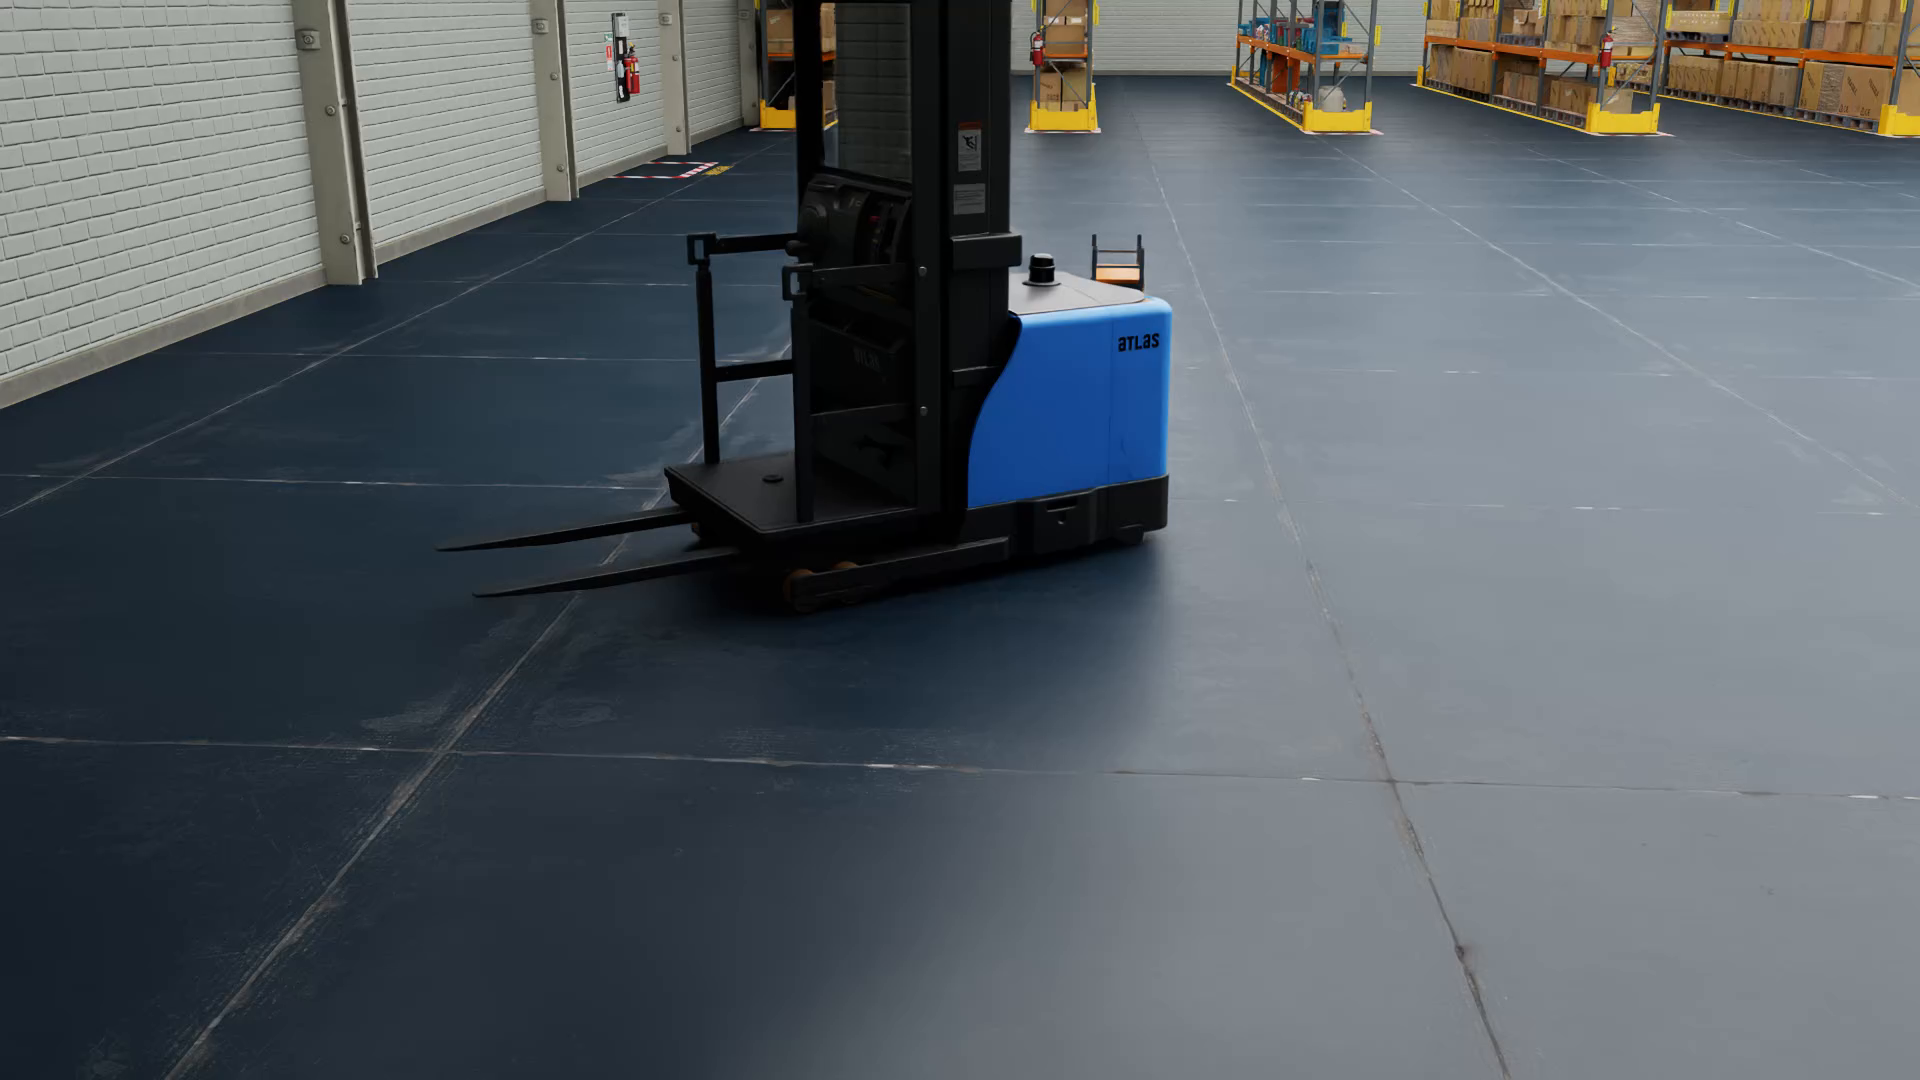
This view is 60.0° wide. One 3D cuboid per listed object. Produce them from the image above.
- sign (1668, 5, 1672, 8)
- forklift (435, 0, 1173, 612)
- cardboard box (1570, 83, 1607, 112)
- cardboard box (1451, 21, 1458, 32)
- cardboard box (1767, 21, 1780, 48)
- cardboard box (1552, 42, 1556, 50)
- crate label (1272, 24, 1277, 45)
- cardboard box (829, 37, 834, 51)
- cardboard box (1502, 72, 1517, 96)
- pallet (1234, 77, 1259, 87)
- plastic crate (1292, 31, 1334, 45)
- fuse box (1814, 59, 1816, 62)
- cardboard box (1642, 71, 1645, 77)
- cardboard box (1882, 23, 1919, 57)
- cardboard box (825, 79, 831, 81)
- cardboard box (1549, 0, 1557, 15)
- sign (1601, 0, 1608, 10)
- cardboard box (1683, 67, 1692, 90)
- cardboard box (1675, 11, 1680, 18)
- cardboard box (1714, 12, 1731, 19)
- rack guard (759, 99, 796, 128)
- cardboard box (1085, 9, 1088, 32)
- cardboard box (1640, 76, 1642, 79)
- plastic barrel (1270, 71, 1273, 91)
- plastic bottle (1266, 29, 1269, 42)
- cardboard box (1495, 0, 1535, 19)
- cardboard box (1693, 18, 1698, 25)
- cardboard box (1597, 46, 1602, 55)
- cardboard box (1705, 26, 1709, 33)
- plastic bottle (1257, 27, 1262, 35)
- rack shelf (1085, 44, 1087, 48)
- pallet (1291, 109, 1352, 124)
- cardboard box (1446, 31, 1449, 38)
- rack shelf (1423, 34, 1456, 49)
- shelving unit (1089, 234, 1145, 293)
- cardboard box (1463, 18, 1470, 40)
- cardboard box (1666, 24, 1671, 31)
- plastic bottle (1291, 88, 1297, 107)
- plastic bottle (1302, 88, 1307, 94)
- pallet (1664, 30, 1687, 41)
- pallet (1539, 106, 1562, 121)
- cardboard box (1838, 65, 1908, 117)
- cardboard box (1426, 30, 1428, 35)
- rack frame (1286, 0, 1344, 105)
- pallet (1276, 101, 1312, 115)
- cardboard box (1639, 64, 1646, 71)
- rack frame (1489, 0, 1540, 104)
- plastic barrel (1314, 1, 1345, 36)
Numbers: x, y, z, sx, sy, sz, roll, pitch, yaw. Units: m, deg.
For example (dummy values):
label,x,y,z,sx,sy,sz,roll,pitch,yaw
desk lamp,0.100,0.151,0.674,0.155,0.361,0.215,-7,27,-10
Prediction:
label,x,y,z,sx,sy,sz,roll,pitch,yaw
sign,16.999,-12.662,39.858,0.100,0.325,0.005,1,18,4
forklift,-0.614,-1.297,6.673,3.031,2.935,1.130,-10,21,-28
cardboard box,11.959,-8.414,31.625,0.500,0.500,0.500,0,18,-1
cardboard box,12.370,-12.596,40.810,0.500,0.250,0.500,1,18,3
cardboard box,16.810,-10.286,33.836,0.500,0.500,0.500,1,18,4
cardboard box,11.690,-9.563,32.195,0.380,0.149,0.250,1,18,4
crate label,7.033,-10.966,36.014,0.502,0.435,0.616,1,18,4
cardboard box,-2.664,-9.390,31.472,0.500,0.250,0.500,1,18,3
cardboard box,12.286,-9.953,36.290,0.700,0.500,0.500,0,18,1
pallet,7.849,-12.156,44.181,1.003,0.211,1.213,1,18,4
plastic crate,6.922,-9.820,32.674,0.767,0.338,0.504,1,18,4
fuse box,25.238,-14.452,48.779,0.539,1.711,0.414,1,18,4
cardboard box,17.409,-11.738,41.855,0.380,0.149,0.250,0,18,1
cardboard box,16.662,-8.702,28.921,0.875,0.550,0.550,1,18,4
cardboard box,-2.829,-8.928,33.161,0.500,0.500,0.500,0,18,0
cardboard box,11.741,-10.428,32.188,0.500,0.500,0.500,1,18,4
sign,11.188,-9.375,28.850,0.100,0.325,0.005,1,18,4
cardboard box,17.163,-10.702,38.606,0.500,0.500,0.500,2,18,5
cardboard box,17.019,-12.325,38.995,0.380,0.149,0.250,1,18,4
cardboard box,16.832,-11.524,36.549,0.380,0.149,0.250,1,18,2
rack guard,-3.076,-7.824,30.497,1.175,0.500,0.348,1,18,4
cardboard box,2.622,-12.088,38.662,0.700,0.500,0.500,5,19,14
cardboard box,17.389,-11.616,41.960,0.380,0.149,0.250,2,18,5
plastic barrel,7.343,-10.598,38.271,0.421,0.512,0.421,0,18,0
plastic bottle,7.034,-11.493,37.887,0.097,0.271,0.097,0,18,0
cardboard box,12.382,-11.892,37.126,0.797,0.503,0.637,2,18,6
cardboard box,16.925,-11.784,37.821,0.380,0.149,0.250,2,18,5
cardboard box,11.573,-8.708,29.583,0.380,0.149,0.250,1,18,4
cardboard box,16.868,-11.399,37.124,0.380,0.149,0.250,2,18,5
plastic bottle,7.221,-12.186,39.994,0.152,0.276,0.135,1,18,4
rack shelf,2.290,-10.400,35.500,1.077,0.370,4.000,1,18,4
pallet,6.912,-8.096,31.793,1.003,0.211,1.213,1,18,4
cardboard box,12.351,-12.605,41.479,0.380,0.149,0.250,2,18,5
rack shelf,12.744,-12.662,42.405,1.077,0.370,4.000,1,18,4
shelving unit,0.749,-0.848,8.083,0.258,1.200,0.503,1,18,4
cardboard box,12.283,-12.137,39.486,0.500,0.500,0.500,1,18,4
cardboard box,17.054,-12.209,39.595,0.380,0.149,0.250,0,18,1
plastic bottle,6.615,-8.718,32.759,0.144,0.351,0.185,2,18,5
plastic bottle,6.759,-8.715,32.749,0.144,0.351,0.185,1,18,4
pallet,17.341,-11.916,39.279,1.003,0.211,1.213,1,18,4
pallet,12.014,-8.364,32.610,1.003,0.211,1.213,1,18,4
cardboard box,16.724,-8.189,30.336,0.875,0.875,0.875,1,18,3
cardboard box,12.533,-13.403,43.913,0.380,0.149,0.250,1,18,5
rack frame,7.087,-10.009,33.152,1.000,3.000,0.127,1,18,4
pallet,7.104,-8.929,34.333,1.003,0.211,1.213,1,18,4
cardboard box,17.327,-11.892,41.845,0.380,0.149,0.250,1,18,2
rack frame,12.314,-11.141,36.606,1.000,3.000,0.127,1,18,4
plastic barrel,7.417,-10.360,33.419,0.600,0.901,0.708,1,18,4
